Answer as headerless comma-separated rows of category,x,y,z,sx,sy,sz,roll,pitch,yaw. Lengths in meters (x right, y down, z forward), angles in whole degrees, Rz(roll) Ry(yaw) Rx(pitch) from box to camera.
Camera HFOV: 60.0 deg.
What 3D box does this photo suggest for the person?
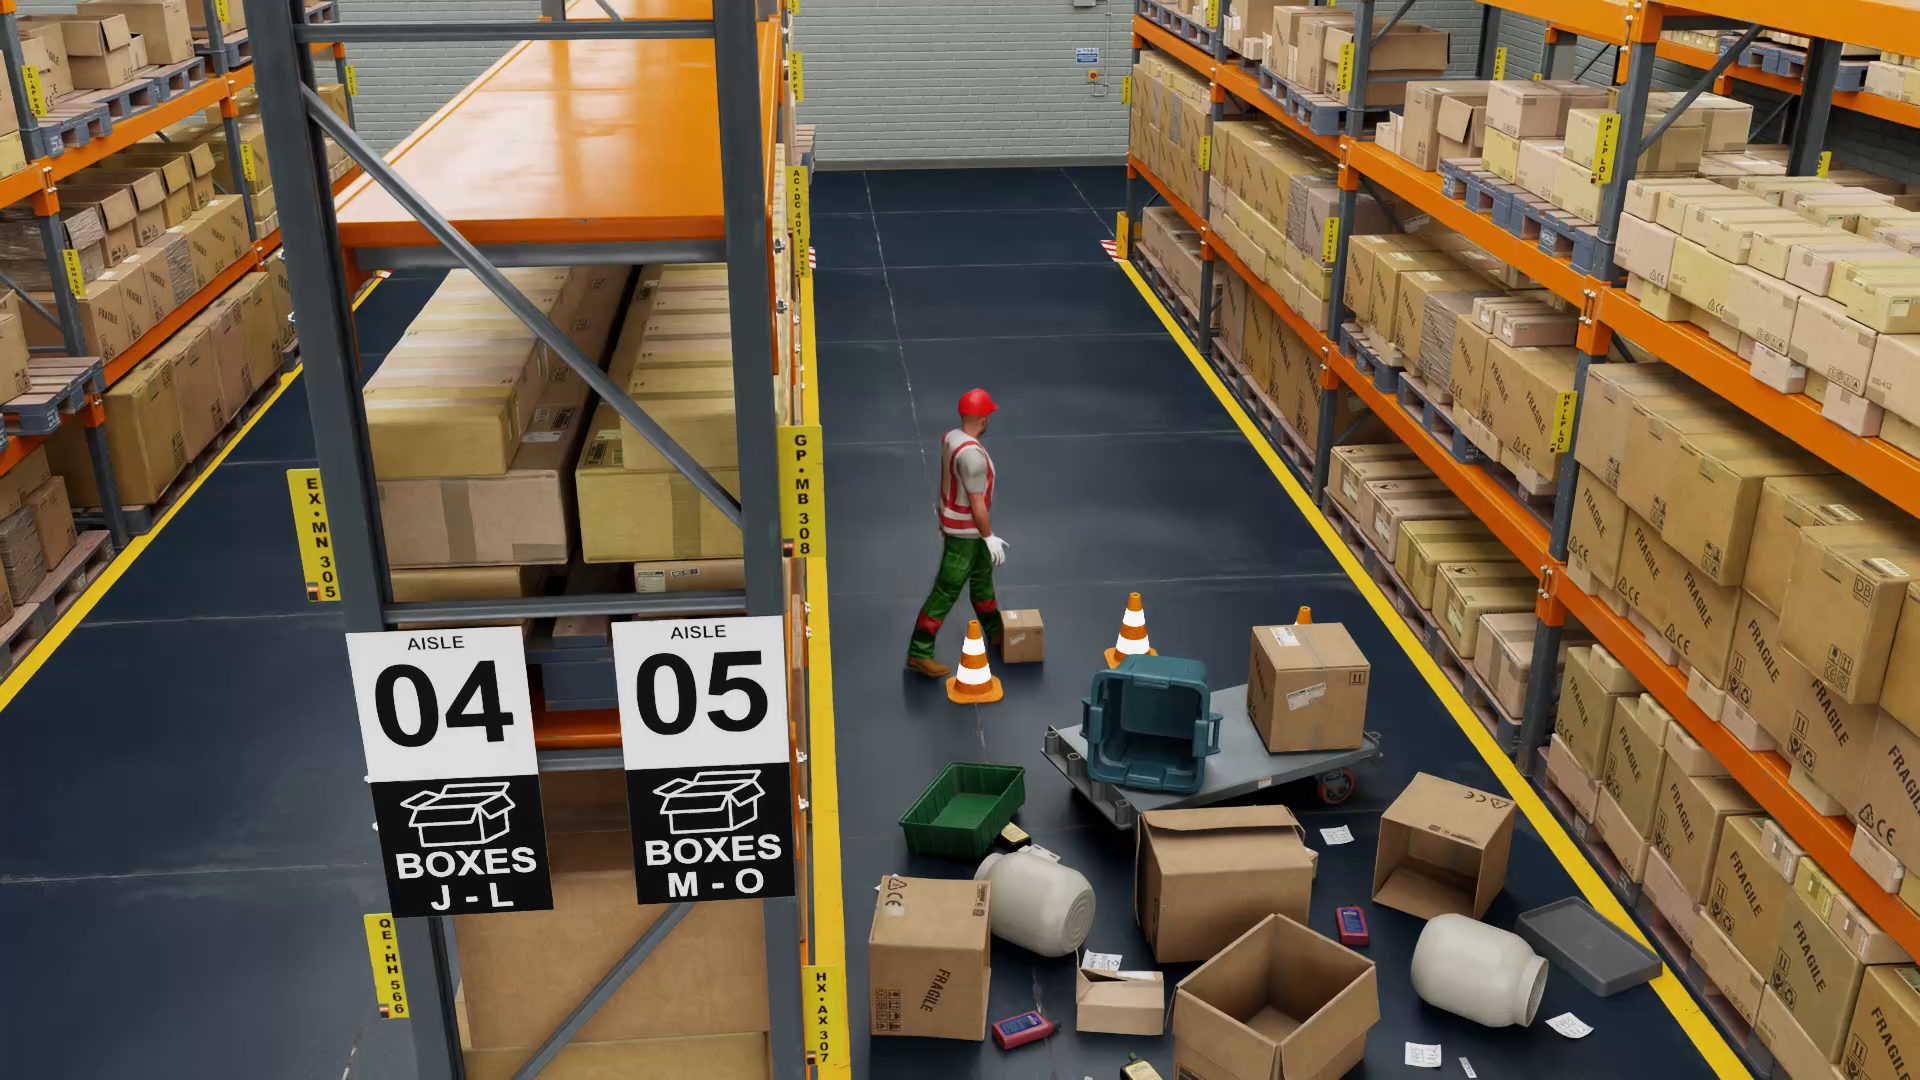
person,0.067,-0.060,10.246,0.842,1.772,0.648,-3,24,-6
